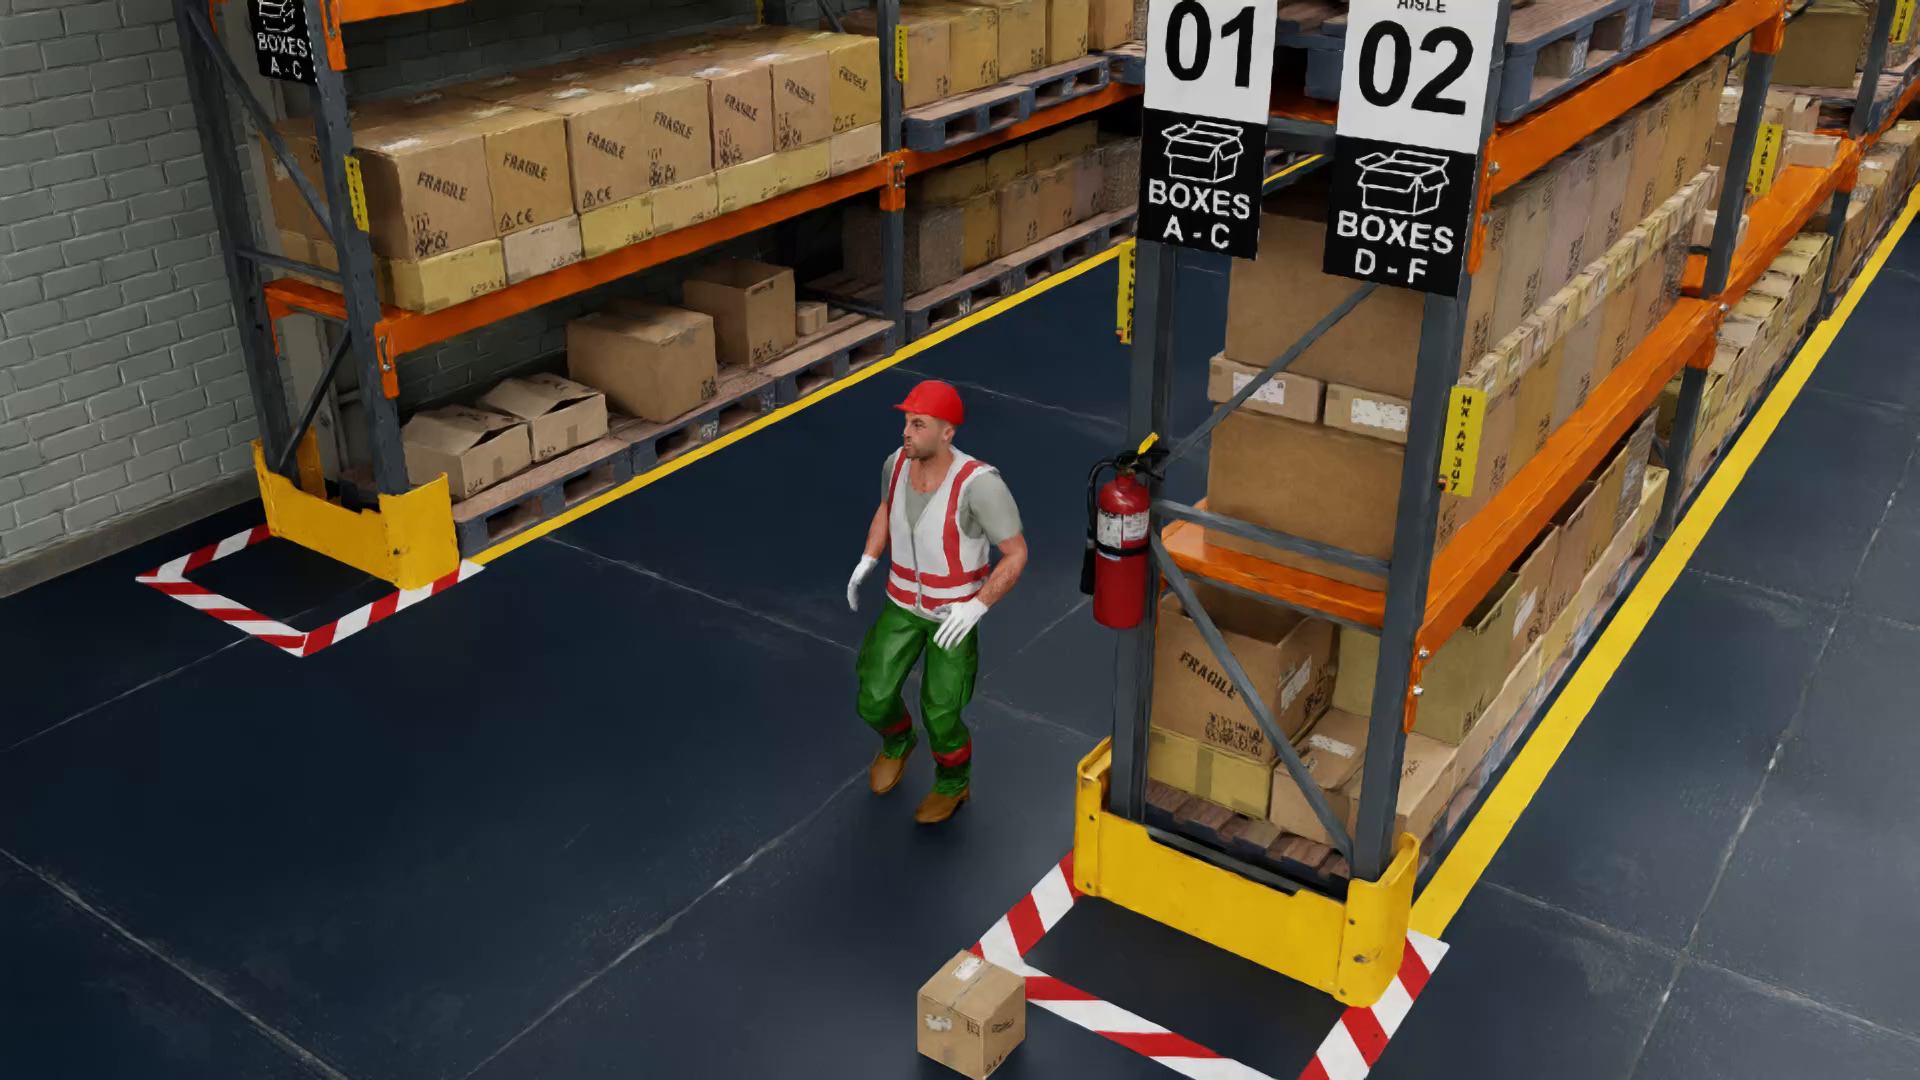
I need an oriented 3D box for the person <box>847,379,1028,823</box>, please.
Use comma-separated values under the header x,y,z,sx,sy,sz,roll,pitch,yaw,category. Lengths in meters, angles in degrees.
x,y,z,sx,sy,sz,roll,pitch,yaw,category
-0.102,0.267,6.100,0.710,1.751,0.512,13,30,24,person
